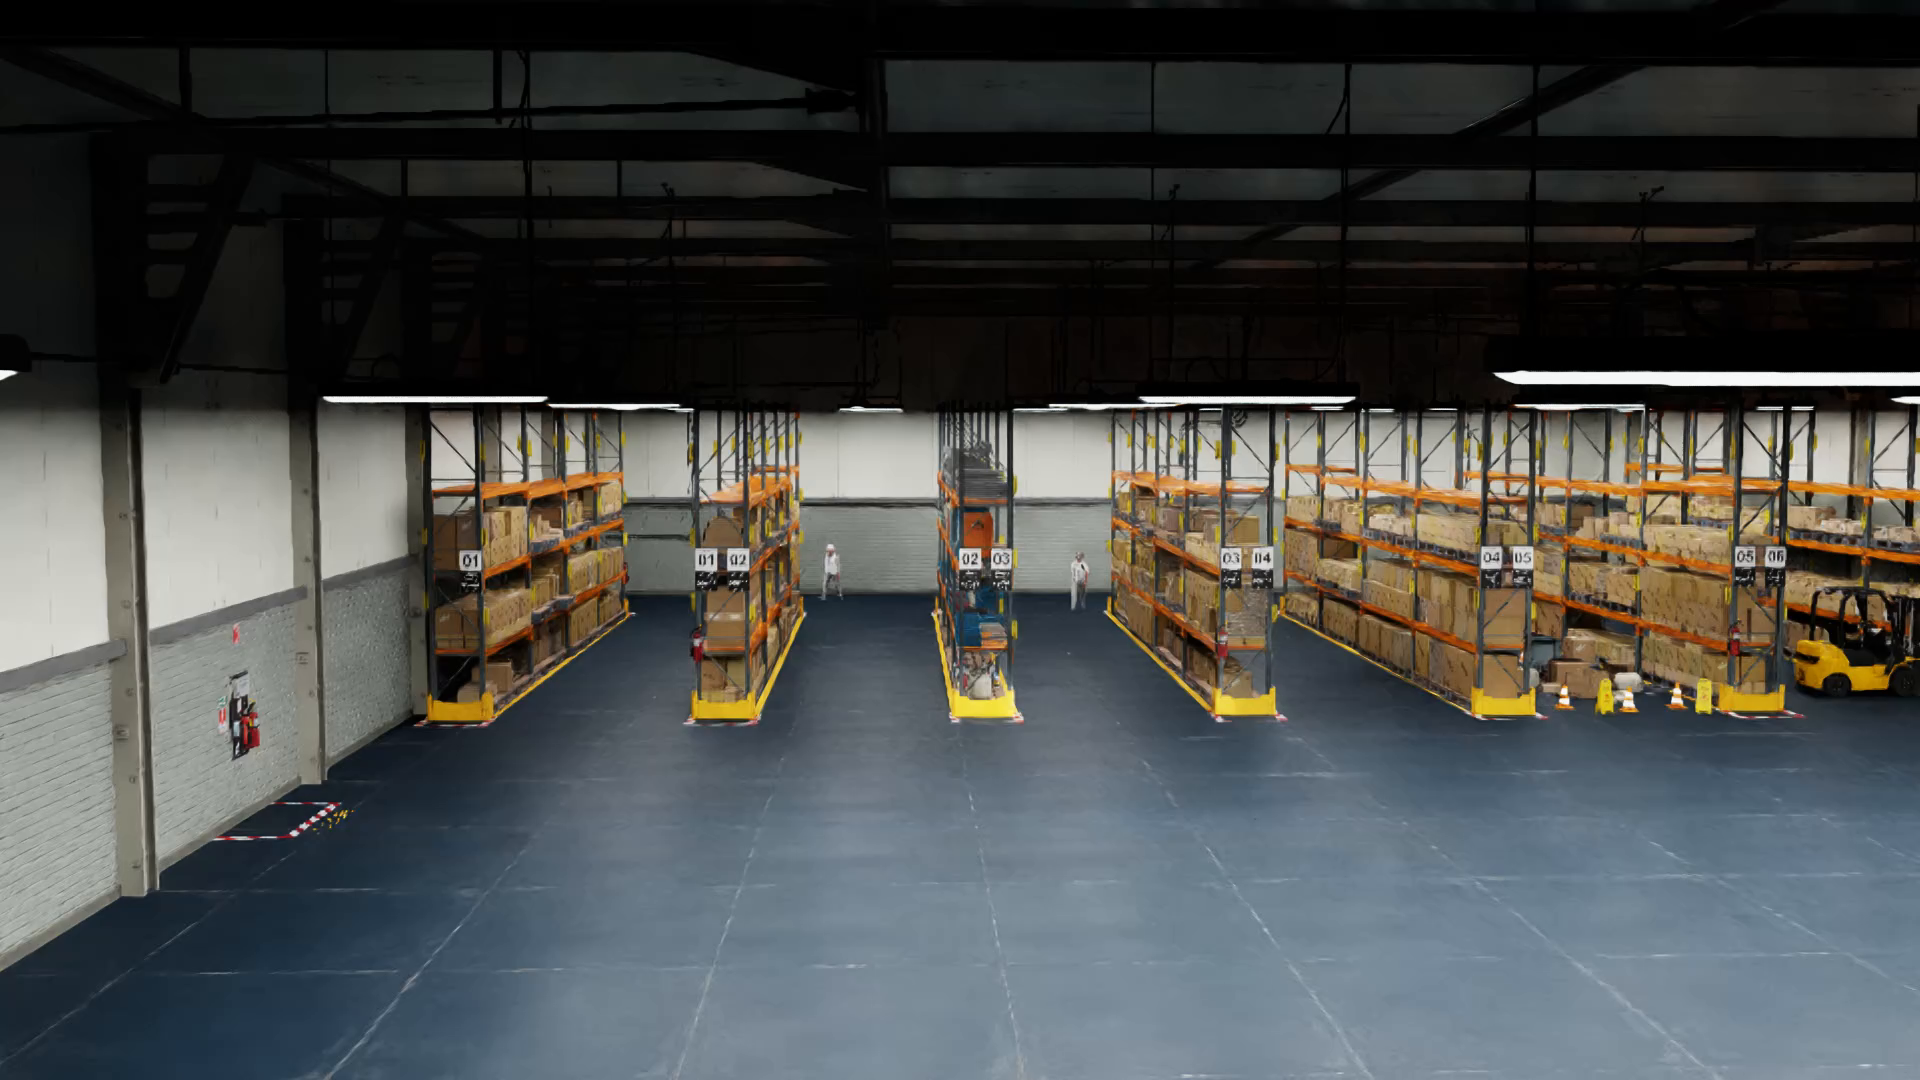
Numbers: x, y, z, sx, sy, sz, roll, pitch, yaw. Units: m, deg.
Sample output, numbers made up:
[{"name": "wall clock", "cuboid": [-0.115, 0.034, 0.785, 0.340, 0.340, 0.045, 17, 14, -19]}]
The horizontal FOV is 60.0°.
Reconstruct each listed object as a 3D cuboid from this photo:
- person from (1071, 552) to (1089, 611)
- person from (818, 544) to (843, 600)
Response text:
[{"name": "person", "cuboid": [3.476, 1.187, 48.312, 0.533, 1.707, 1.040, 1, 4, 7]}, {"name": "person", "cuboid": [-3.953, 0.980, 51.162, 0.581, 1.731, 0.953, 2, 5, 22]}]
